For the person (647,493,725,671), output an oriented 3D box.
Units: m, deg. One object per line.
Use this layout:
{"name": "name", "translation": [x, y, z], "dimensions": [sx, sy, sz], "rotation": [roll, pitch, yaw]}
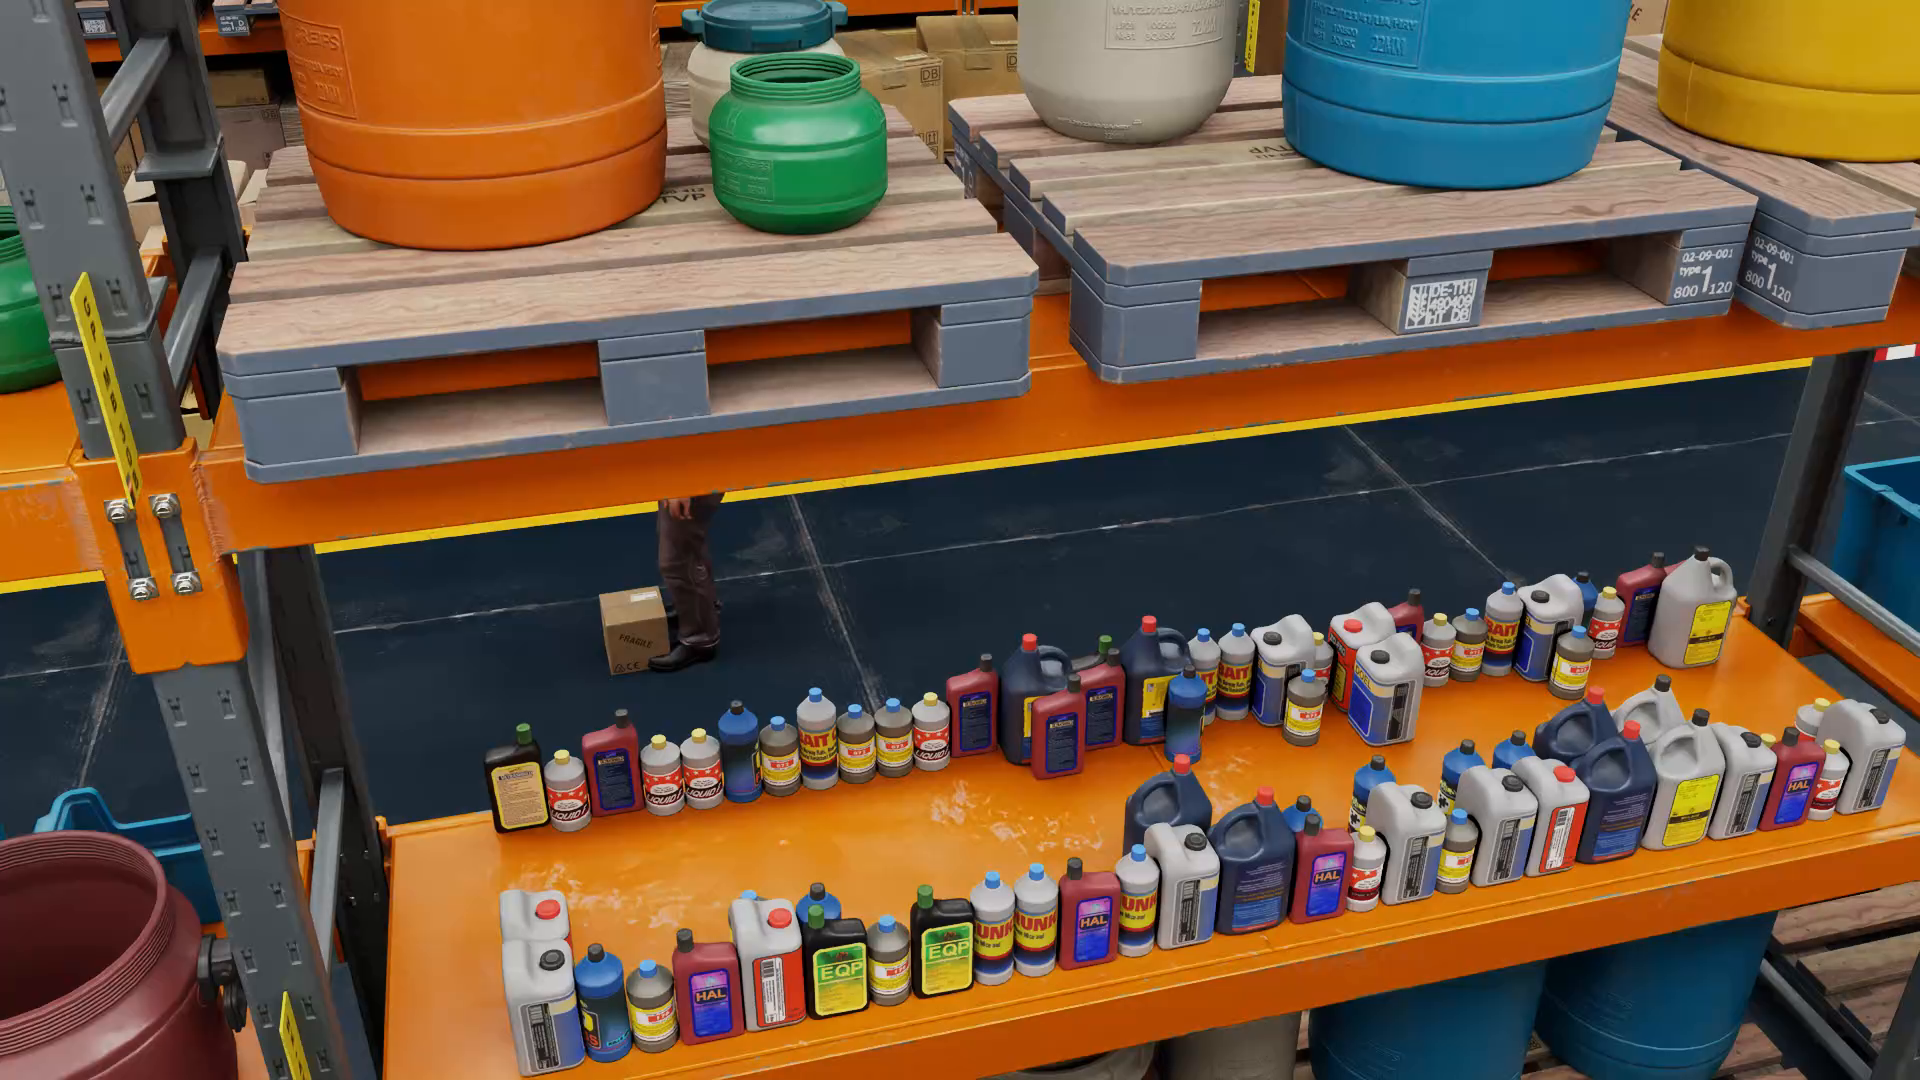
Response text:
{"name": "person", "translation": [-1.115, -0.300, 6.671], "dimensions": [0.463, 1.721, 0.581], "rotation": [-8, 31, -13]}
